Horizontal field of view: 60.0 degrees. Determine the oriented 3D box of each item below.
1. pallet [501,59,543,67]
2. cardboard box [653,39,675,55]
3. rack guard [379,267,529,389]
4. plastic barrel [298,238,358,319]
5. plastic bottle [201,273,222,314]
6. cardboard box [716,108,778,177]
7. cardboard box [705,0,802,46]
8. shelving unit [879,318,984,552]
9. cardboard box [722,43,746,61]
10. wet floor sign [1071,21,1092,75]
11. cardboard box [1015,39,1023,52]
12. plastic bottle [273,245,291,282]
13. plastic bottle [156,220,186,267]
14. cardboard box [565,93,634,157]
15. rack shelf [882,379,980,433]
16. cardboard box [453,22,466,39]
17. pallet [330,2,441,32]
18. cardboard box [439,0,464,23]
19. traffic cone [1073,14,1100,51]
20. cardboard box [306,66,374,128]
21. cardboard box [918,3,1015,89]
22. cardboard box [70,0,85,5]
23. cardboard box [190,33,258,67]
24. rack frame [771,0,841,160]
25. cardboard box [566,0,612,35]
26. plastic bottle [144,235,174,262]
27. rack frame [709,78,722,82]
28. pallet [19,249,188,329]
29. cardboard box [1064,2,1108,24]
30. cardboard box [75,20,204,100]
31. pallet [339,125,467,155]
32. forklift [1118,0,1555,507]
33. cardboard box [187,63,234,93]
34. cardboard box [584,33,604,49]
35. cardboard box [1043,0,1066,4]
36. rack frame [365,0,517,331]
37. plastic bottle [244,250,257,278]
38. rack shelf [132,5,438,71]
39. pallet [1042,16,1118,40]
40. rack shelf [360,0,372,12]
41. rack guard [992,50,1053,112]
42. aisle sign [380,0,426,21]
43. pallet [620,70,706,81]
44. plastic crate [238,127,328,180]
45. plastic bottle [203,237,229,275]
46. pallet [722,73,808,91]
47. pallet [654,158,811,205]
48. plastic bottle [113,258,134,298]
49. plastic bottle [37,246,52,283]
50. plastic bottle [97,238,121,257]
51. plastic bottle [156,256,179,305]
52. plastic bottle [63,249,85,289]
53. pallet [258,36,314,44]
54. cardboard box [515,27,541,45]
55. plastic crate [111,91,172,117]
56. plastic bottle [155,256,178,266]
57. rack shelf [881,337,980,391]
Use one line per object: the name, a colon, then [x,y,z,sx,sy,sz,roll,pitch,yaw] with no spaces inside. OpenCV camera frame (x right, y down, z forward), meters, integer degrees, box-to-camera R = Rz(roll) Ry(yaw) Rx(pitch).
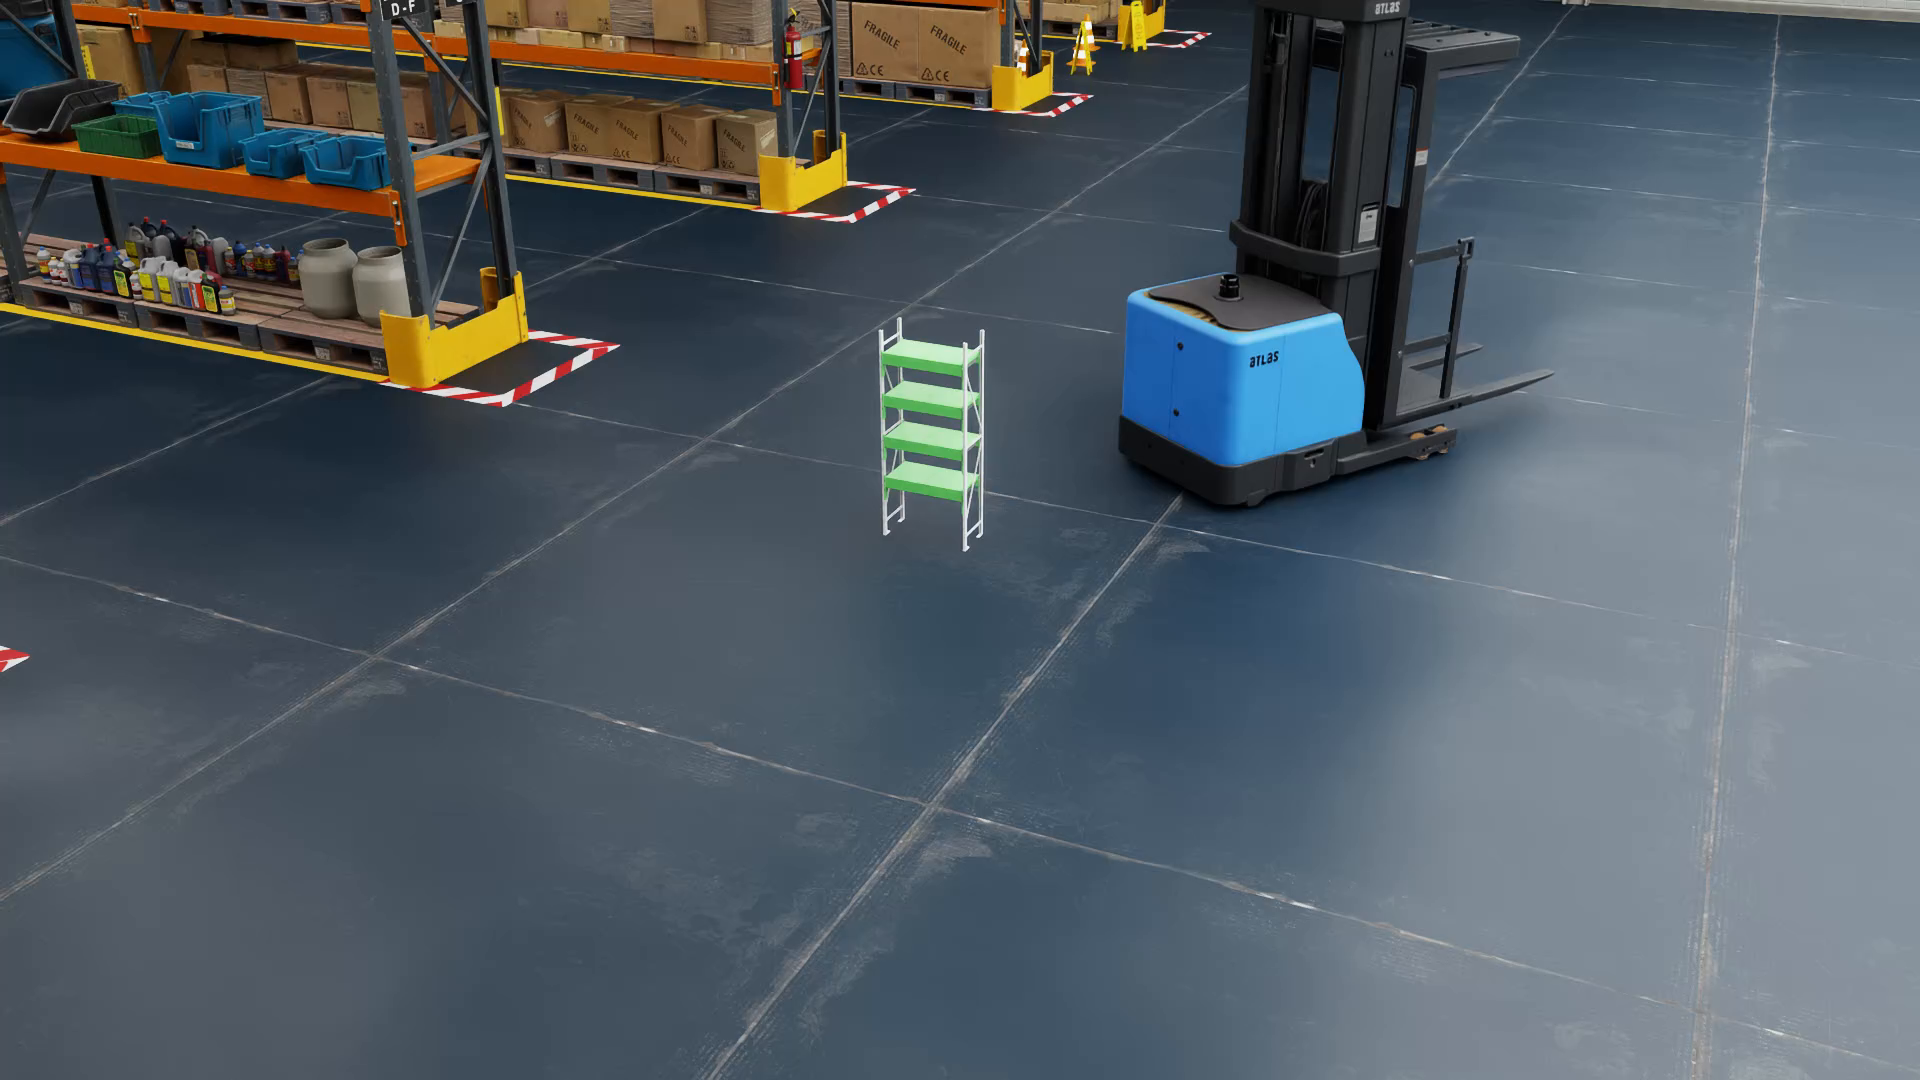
pallet: [-5.867,-6.646,22.510,1.213,0.211,1.003,11,28,22]
cardboard box: [-2.669,-4.674,15.633,0.250,0.149,0.380,11,28,22]
rack guard: [-3.555,-1.515,11.761,0.348,0.500,1.175,11,28,22]
plastic barrel: [-4.554,-1.895,12.044,0.421,0.512,0.421,0,26,0]
plastic bottle: [-5.434,-1.794,12.074,0.133,0.283,0.061,12,29,23]
cardboard box: [-1.978,-3.821,15.969,0.500,0.500,0.500,17,31,31]
cardboard box: [-1.906,-4.923,15.403,0.500,0.500,0.875,11,28,22]
shelving unit: [-0.151,-0.569,9.046,0.503,1.200,0.258,11,28,22]
cardboard box: [-1.989,-4.535,15.350,0.250,0.149,0.380,11,28,22]
wet floor sign: [1.575,-6.343,21.403,0.232,0.644,0.267,6,27,13]
cardboard box: [0.657,-6.766,22.824,0.380,0.149,0.250,-18,31,-31]
plastic bottle: [-5.187,-2.125,12.748,0.133,0.283,0.061,12,29,23]
plastic bottle: [-6.228,-2.345,13.117,0.185,0.351,0.144,10,28,19]
cardboard box: [-3.588,-4.158,16.654,0.500,0.500,0.500,9,28,17]
rack shelf: [-0.151,-0.727,8.969,0.480,0.148,0.258,11,28,22]
cardboard box: [-4.764,-5.040,16.376,0.250,0.149,0.380,11,28,22]
pallet: [-5.693,-5.476,17.194,1.213,0.211,1.003,11,28,22]
cardboard box: [-4.674,-5.435,16.444,0.500,0.500,0.875,11,28,22]
traffic cone: [1.760,-7.039,23.024,0.334,0.463,0.336,11,28,22]
cardboard box: [-6.544,-4.758,17.850,0.500,0.500,0.700,9,28,17]
cardboard box: [0.084,-5.941,19.851,0.875,0.875,0.875,12,28,22]
cardboard box: [-9.702,-6.224,18.383,0.500,0.500,0.500,11,28,21]
cardboard box: [-8.077,-5.397,18.300,0.500,0.250,0.500,13,29,24]
rack frame: [-1.417,-4.633,15.264,0.127,3.000,1.000,11,28,22]
cardboard box: [-3.298,-5.171,15.907,0.500,0.500,0.875,11,28,22]
plastic bottle: [-6.266,-2.247,13.003,0.135,0.276,0.152,11,28,22]
rack frame: [-2.913,-7.340,20.762,0.127,3.000,1.000,11,28,22]
pallet: [-6.514,-1.982,13.037,1.213,0.211,1.003,11,28,22]
cardboard box: [1.817,-7.616,23.961,0.500,0.250,0.500,11,28,22]
cardboard box: [-9.319,-5.465,18.885,0.875,0.875,1.225,10,28,19]
pallet: [-5.767,-4.255,17.653,1.213,0.211,1.003,11,28,22]
forklift: [2.486,-1.986,9.966,3.031,2.935,1.130,-16,30,-29]
cardboard box: [-8.081,-5.057,18.457,0.500,0.500,0.700,10,28,19]
cardboard box: [-3.369,-4.795,15.877,0.250,0.149,0.380,11,28,22]
cardboard box: [1.372,-8.044,23.982,0.500,0.500,0.500,12,29,24]
rack frame: [-3.467,-2.641,11.219,0.127,3.000,1.000,11,28,22]
plastic bottle: [-5.481,-2.139,12.869,0.097,0.201,0.097,0,26,0]
rack shelf: [-6.878,-5.407,17.651,4.000,0.370,1.077,11,28,22]
pallet: [1.892,-7.543,24.332,1.213,0.211,1.003,11,28,22]
rack shelf: [-5.287,-4.030,11.458,4.000,0.370,1.077,11,28,22]
rack guard: [0.751,-5.483,19.820,0.348,0.500,1.175,11,28,22]
aisle sign: [-3.524,-3.675,10.375,0.004,0.787,0.394,11,28,22]
pallet: [-3.646,-6.200,21.603,1.213,0.211,1.003,11,28,22]
plastic crate: [-4.635,-2.667,11.439,0.408,0.251,0.499,11,28,22]
plastic bottle: [-5.787,-2.221,12.950,0.135,0.276,0.152,12,29,23]
pallet: [-2.253,-5.918,21.032,1.213,0.211,1.003,11,28,22]
pallet: [-2.211,-3.558,16.238,1.213,0.211,1.003,11,28,22]
plastic bottle: [-6.240,-1.955,12.403,0.133,0.283,0.061,13,29,24]
plastic bottle: [-6.999,-2.111,12.733,0.097,0.271,0.097,0,26,0]
plastic bottle: [-6.485,-2.125,12.671,0.185,0.351,0.144,11,28,22]
plastic bottle: [-5.817,-1.921,12.256,0.185,0.351,0.144,13,29,24]
plastic bottle: [-6.694,-2.065,12.635,0.135,0.276,0.152,12,29,24]
pallet: [-9.486,-7.410,24.061,1.213,0.211,1.003,11,28,22]
cardboard box: [-4.083,-4.901,16.094,0.250,0.149,0.380,11,28,22]
plastic crate: [-5.988,-3.213,12.548,0.616,0.251,0.499,11,28,22]
plastic bottle: [-5.948,-1.985,12.472,0.135,0.276,0.152,11,28,22]
rack shelf: [-0.151,-0.942,8.863,0.480,0.148,0.258,11,28,22]
